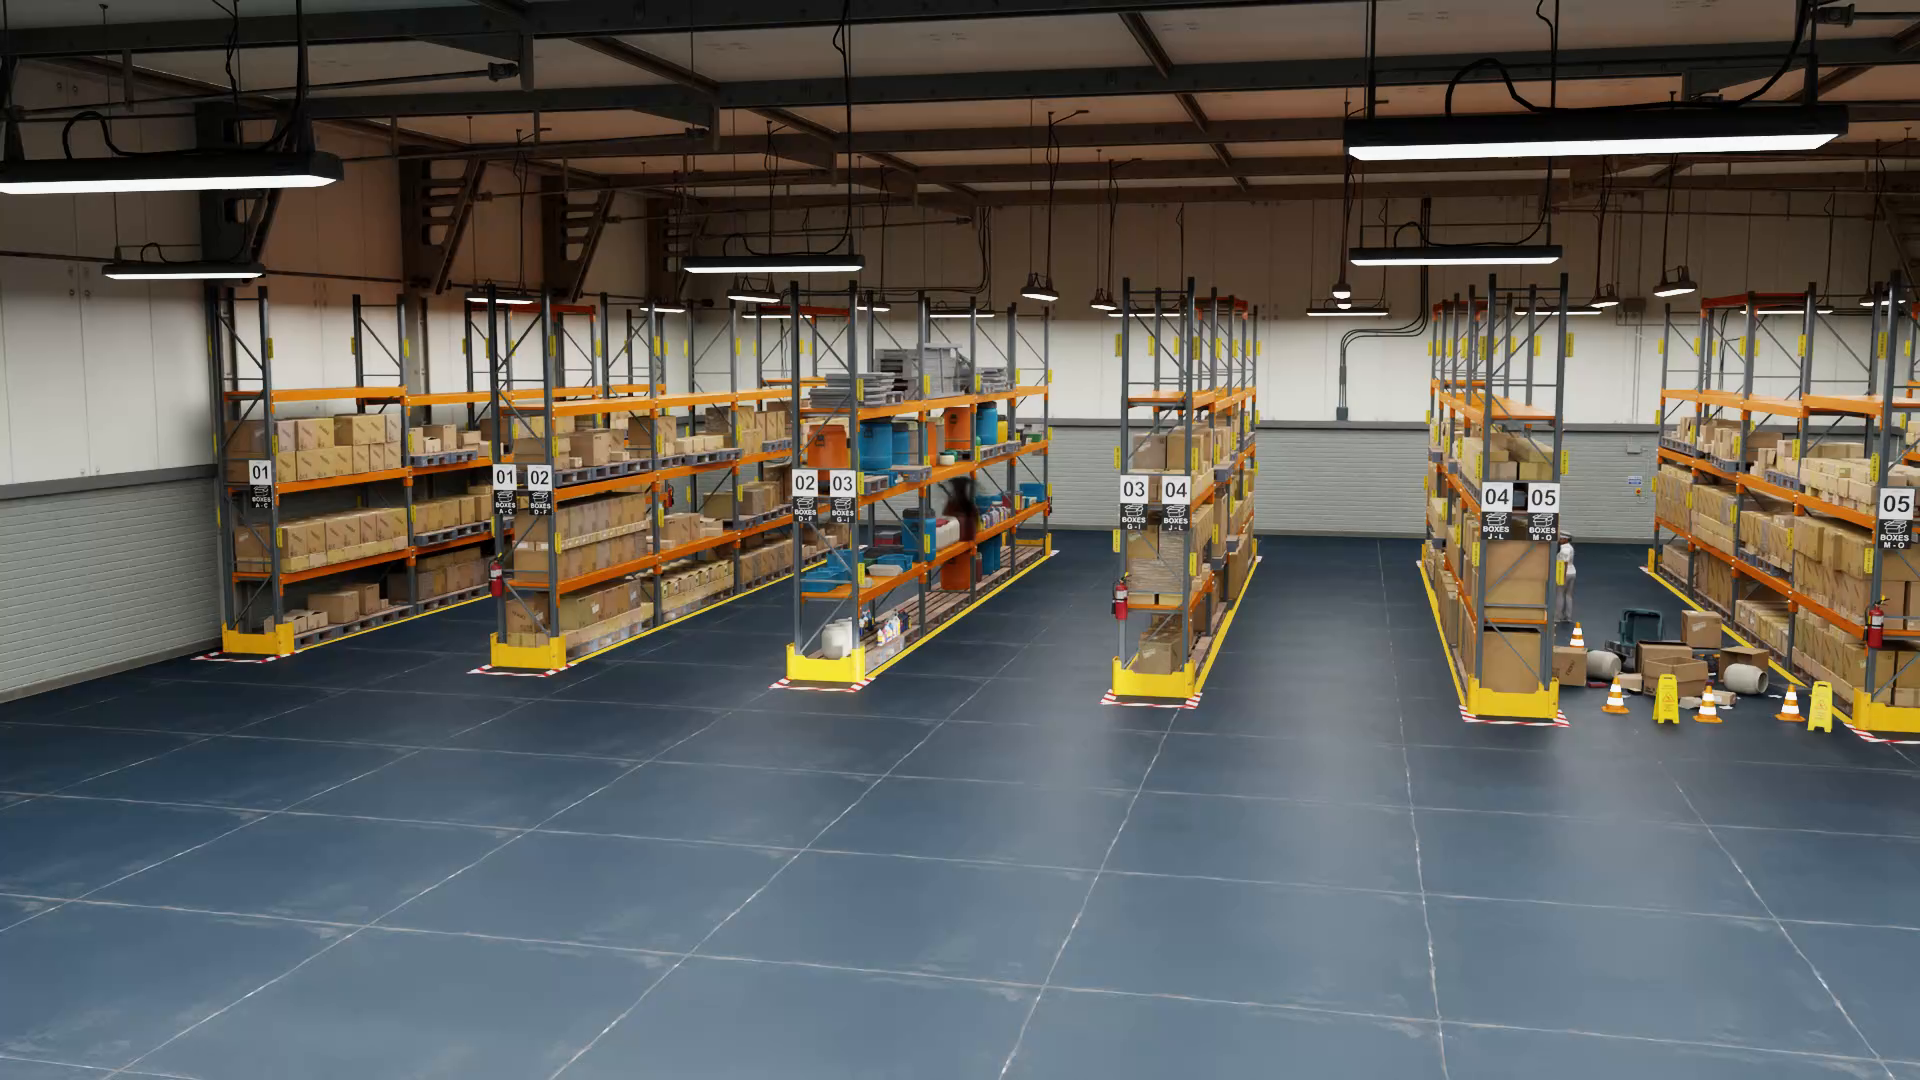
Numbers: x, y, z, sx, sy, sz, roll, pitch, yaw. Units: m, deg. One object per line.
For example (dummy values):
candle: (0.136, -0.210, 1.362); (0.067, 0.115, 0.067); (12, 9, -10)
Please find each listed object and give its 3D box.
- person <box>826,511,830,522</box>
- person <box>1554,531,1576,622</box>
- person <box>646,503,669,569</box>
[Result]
person: (-3.340, -1.015, 44.752); (0.557, 1.721, 0.503); (-4, 8, -33)
person: (11.098, 0.668, 30.603); (0.504, 1.682, 0.413); (-6, 9, -43)
person: (-6.300, 0.127, 34.753); (0.538, 1.780, 0.671); (-4, 8, -31)
